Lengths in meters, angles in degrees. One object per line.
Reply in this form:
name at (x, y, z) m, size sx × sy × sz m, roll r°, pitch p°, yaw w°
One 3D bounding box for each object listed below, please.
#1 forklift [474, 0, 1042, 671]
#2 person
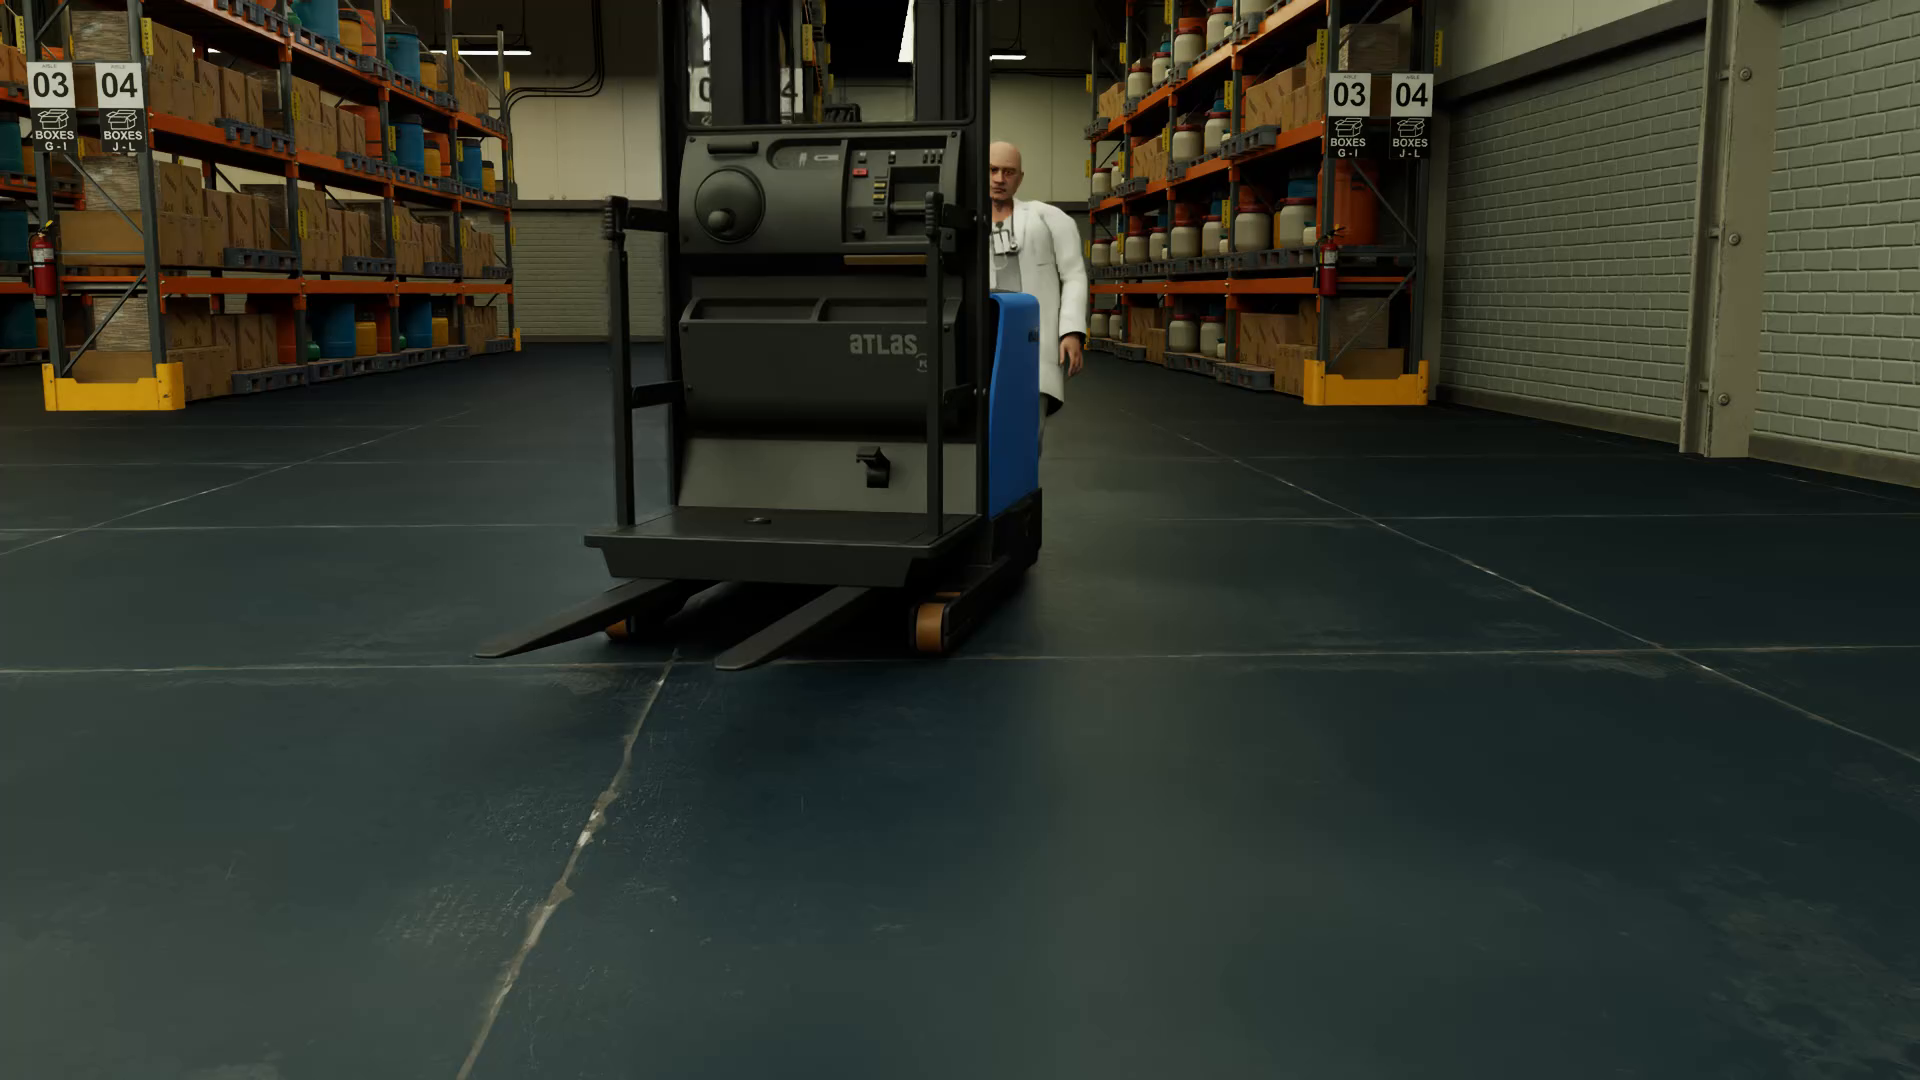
forklift at (-0.499, -1.162, 5.159) m, size 1.130 × 2.935 × 3.031 m, roll 2°, pitch 9°, yaw 13°
person at (0.121, -0.773, 6.755) m, size 0.761 × 1.692 × 0.760 m, roll 2°, pitch 9°, yaw 11°
